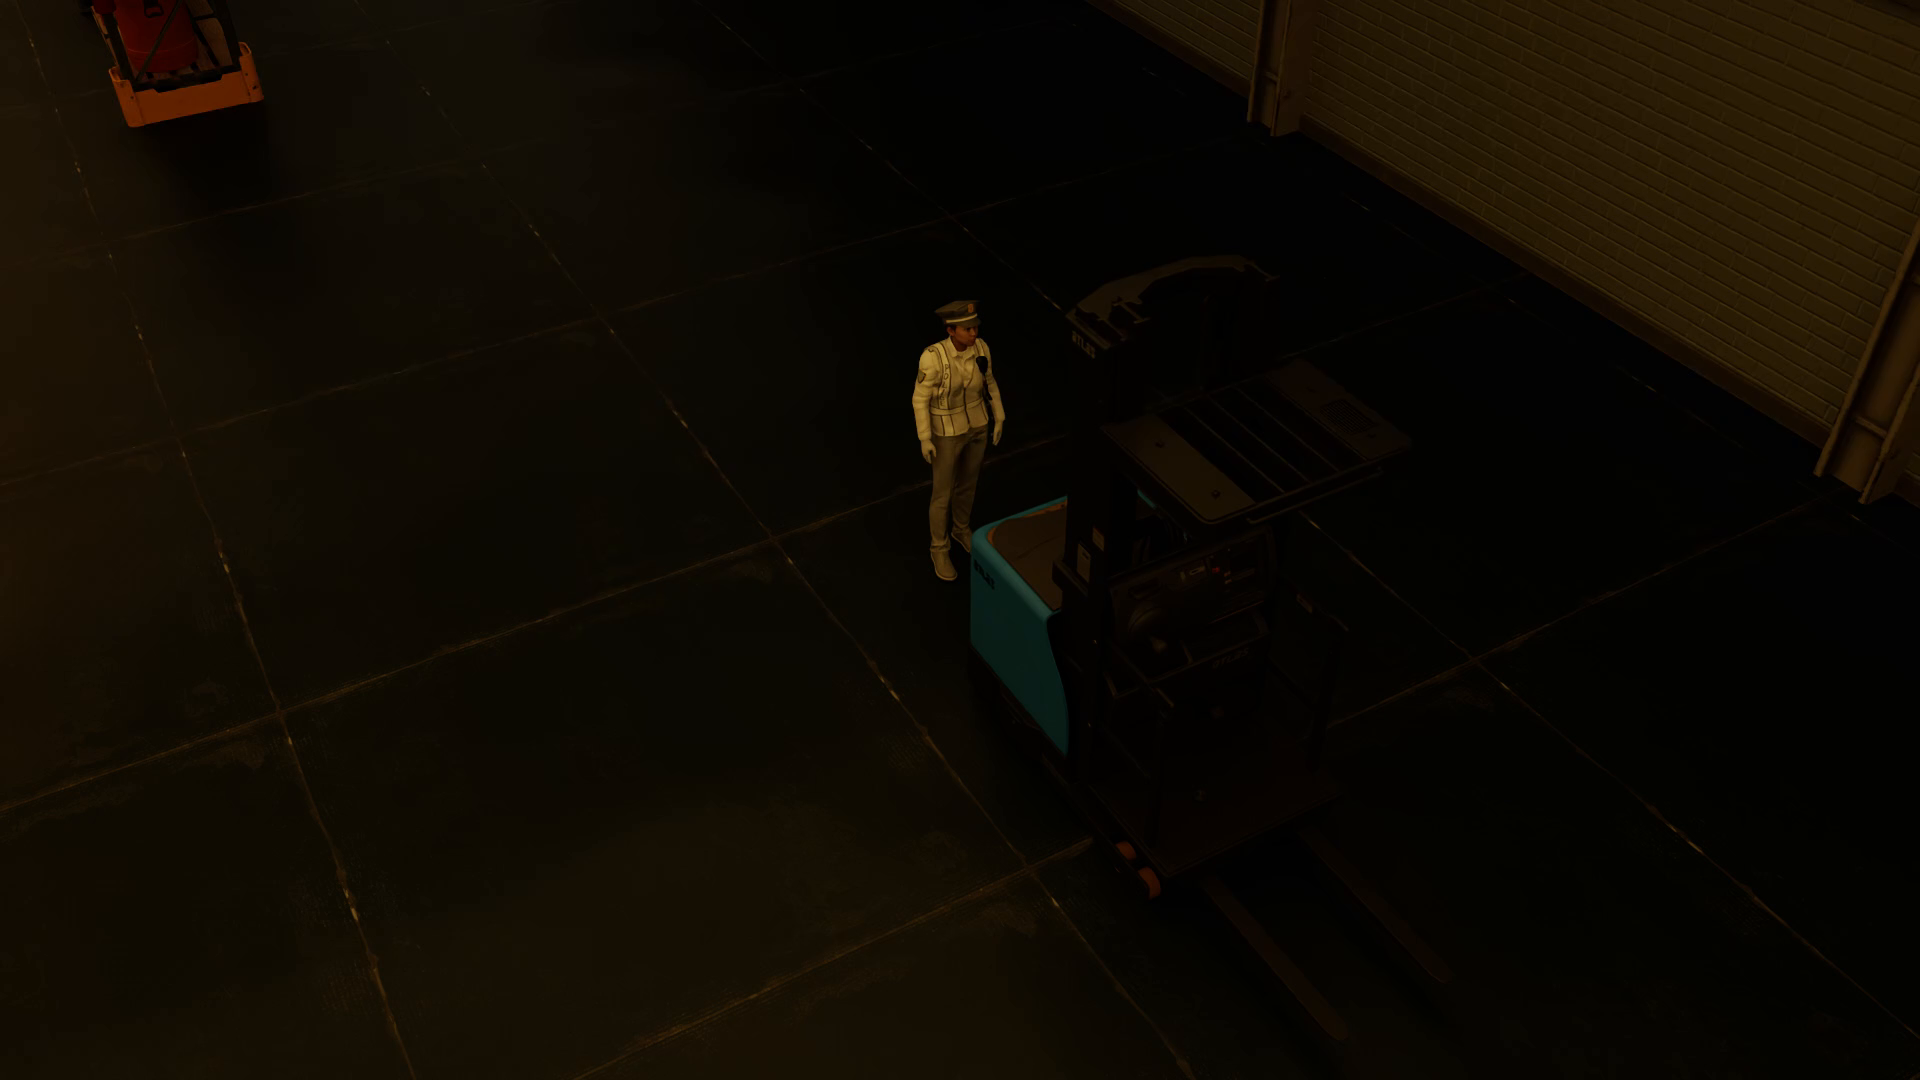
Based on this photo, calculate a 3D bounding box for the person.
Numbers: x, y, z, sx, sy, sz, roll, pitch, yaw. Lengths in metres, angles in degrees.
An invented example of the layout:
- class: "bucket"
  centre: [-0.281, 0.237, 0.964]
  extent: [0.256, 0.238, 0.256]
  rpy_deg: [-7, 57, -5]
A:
- class: "person"
  centre: [0.028, -0.618, 9.738]
  extent: [0.586, 1.694, 0.532]
  rpy_deg: [-20, 44, -23]

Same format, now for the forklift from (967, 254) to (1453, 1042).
- class: "forklift"
  centre: [1.209, 0.309, 7.664]
  extent: [1.130, 2.935, 3.031]
  rpy_deg: [-20, 44, -23]
